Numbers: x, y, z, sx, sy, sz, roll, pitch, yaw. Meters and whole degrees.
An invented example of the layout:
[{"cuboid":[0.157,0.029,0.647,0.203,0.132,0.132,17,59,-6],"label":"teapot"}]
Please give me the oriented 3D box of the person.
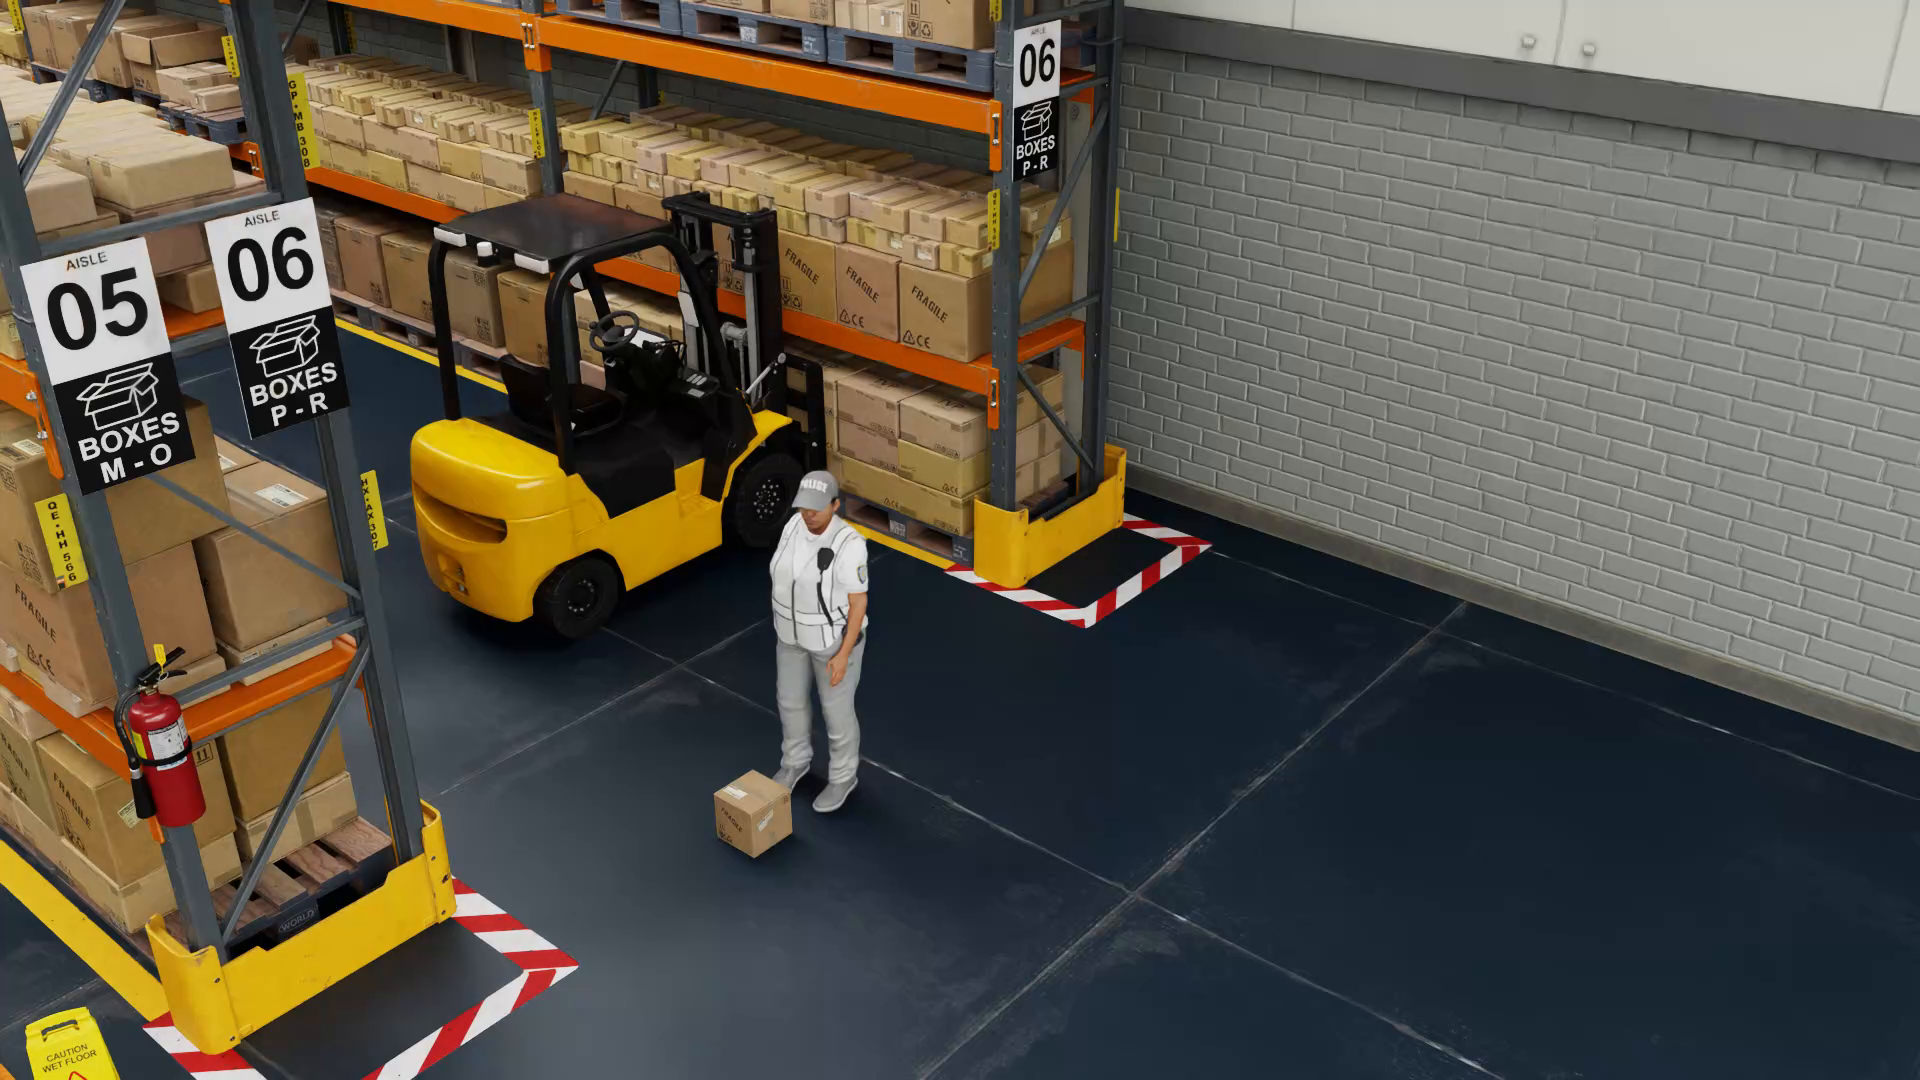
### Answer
[{"cuboid":[-0.656,0.519,7.743,0.433,1.364,0.379,16,32,28],"label":"person"}]
